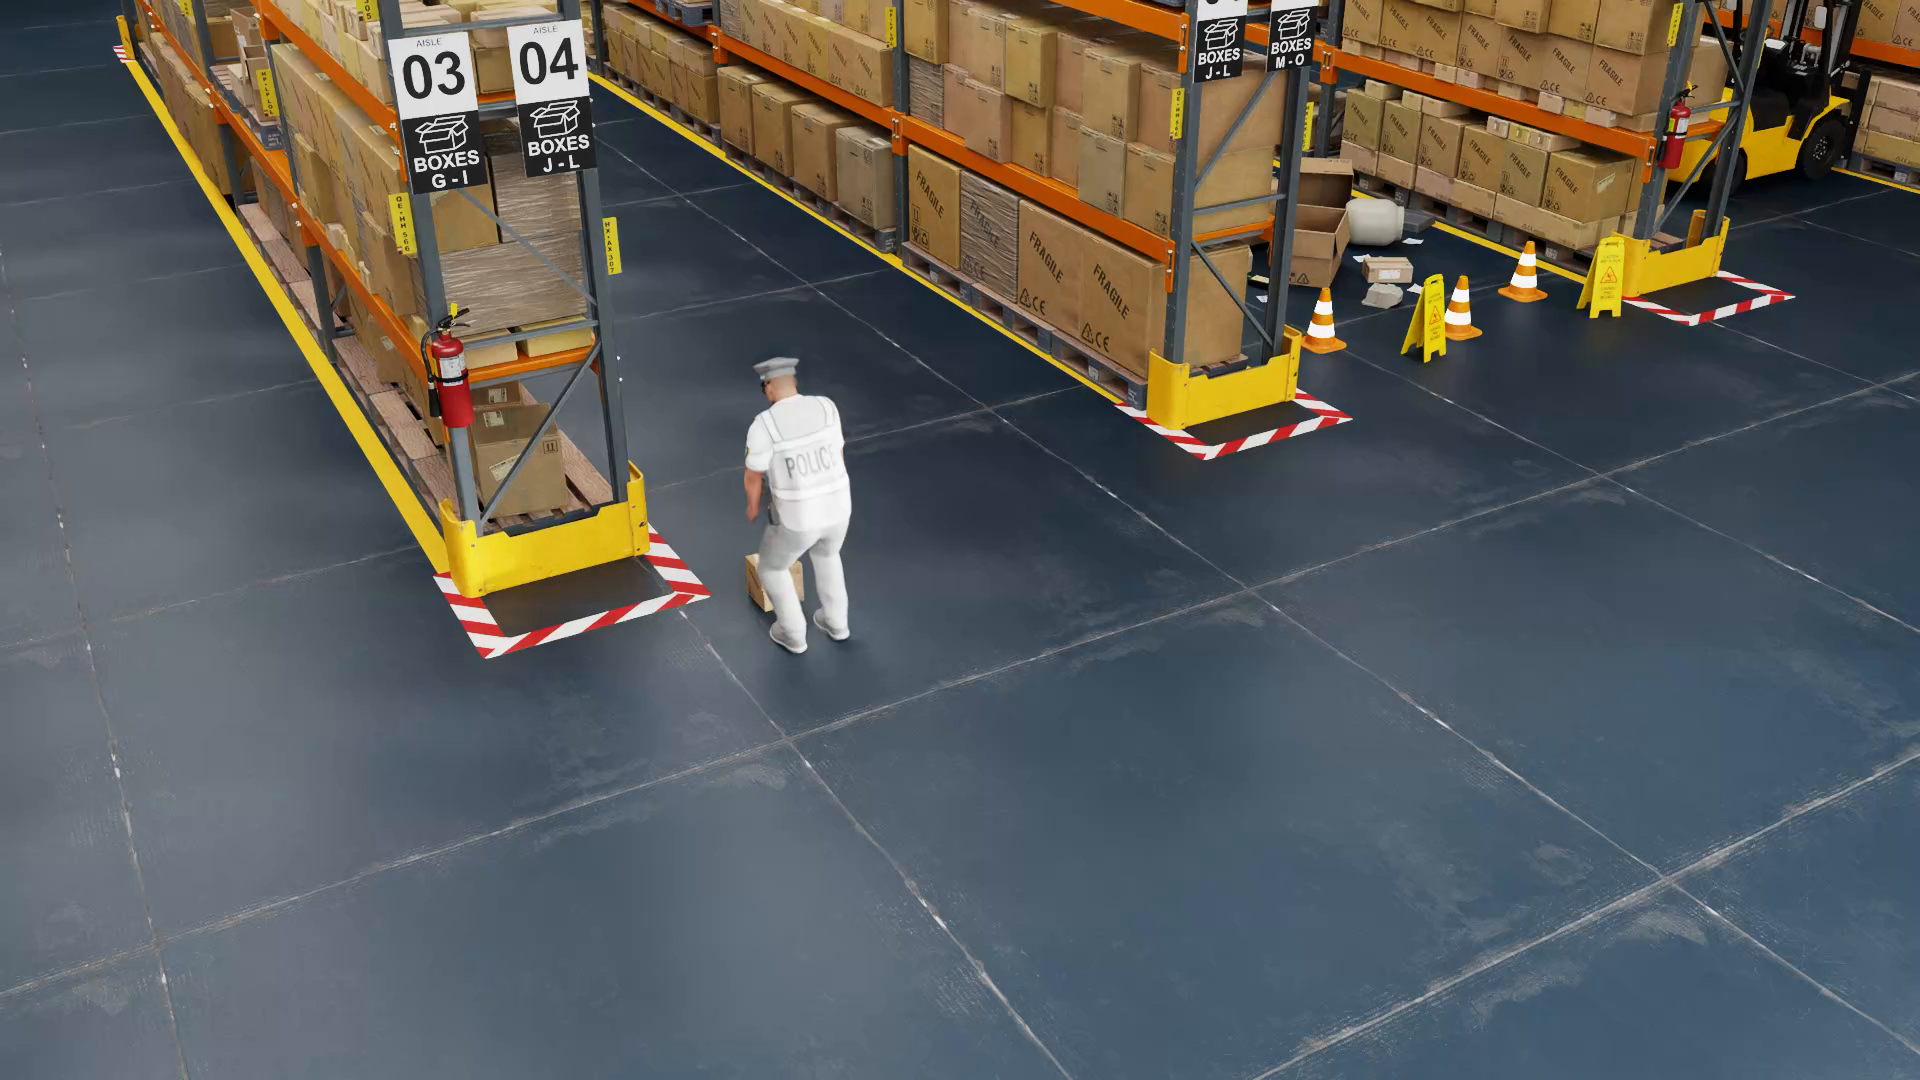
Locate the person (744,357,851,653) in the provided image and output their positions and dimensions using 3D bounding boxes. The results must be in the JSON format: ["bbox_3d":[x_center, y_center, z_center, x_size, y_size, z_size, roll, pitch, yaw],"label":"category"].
[{"bbox_3d":[-0.879,-0.173,8.993,0.571,1.650,0.585,-15,32,-25],"label":"person"}]
